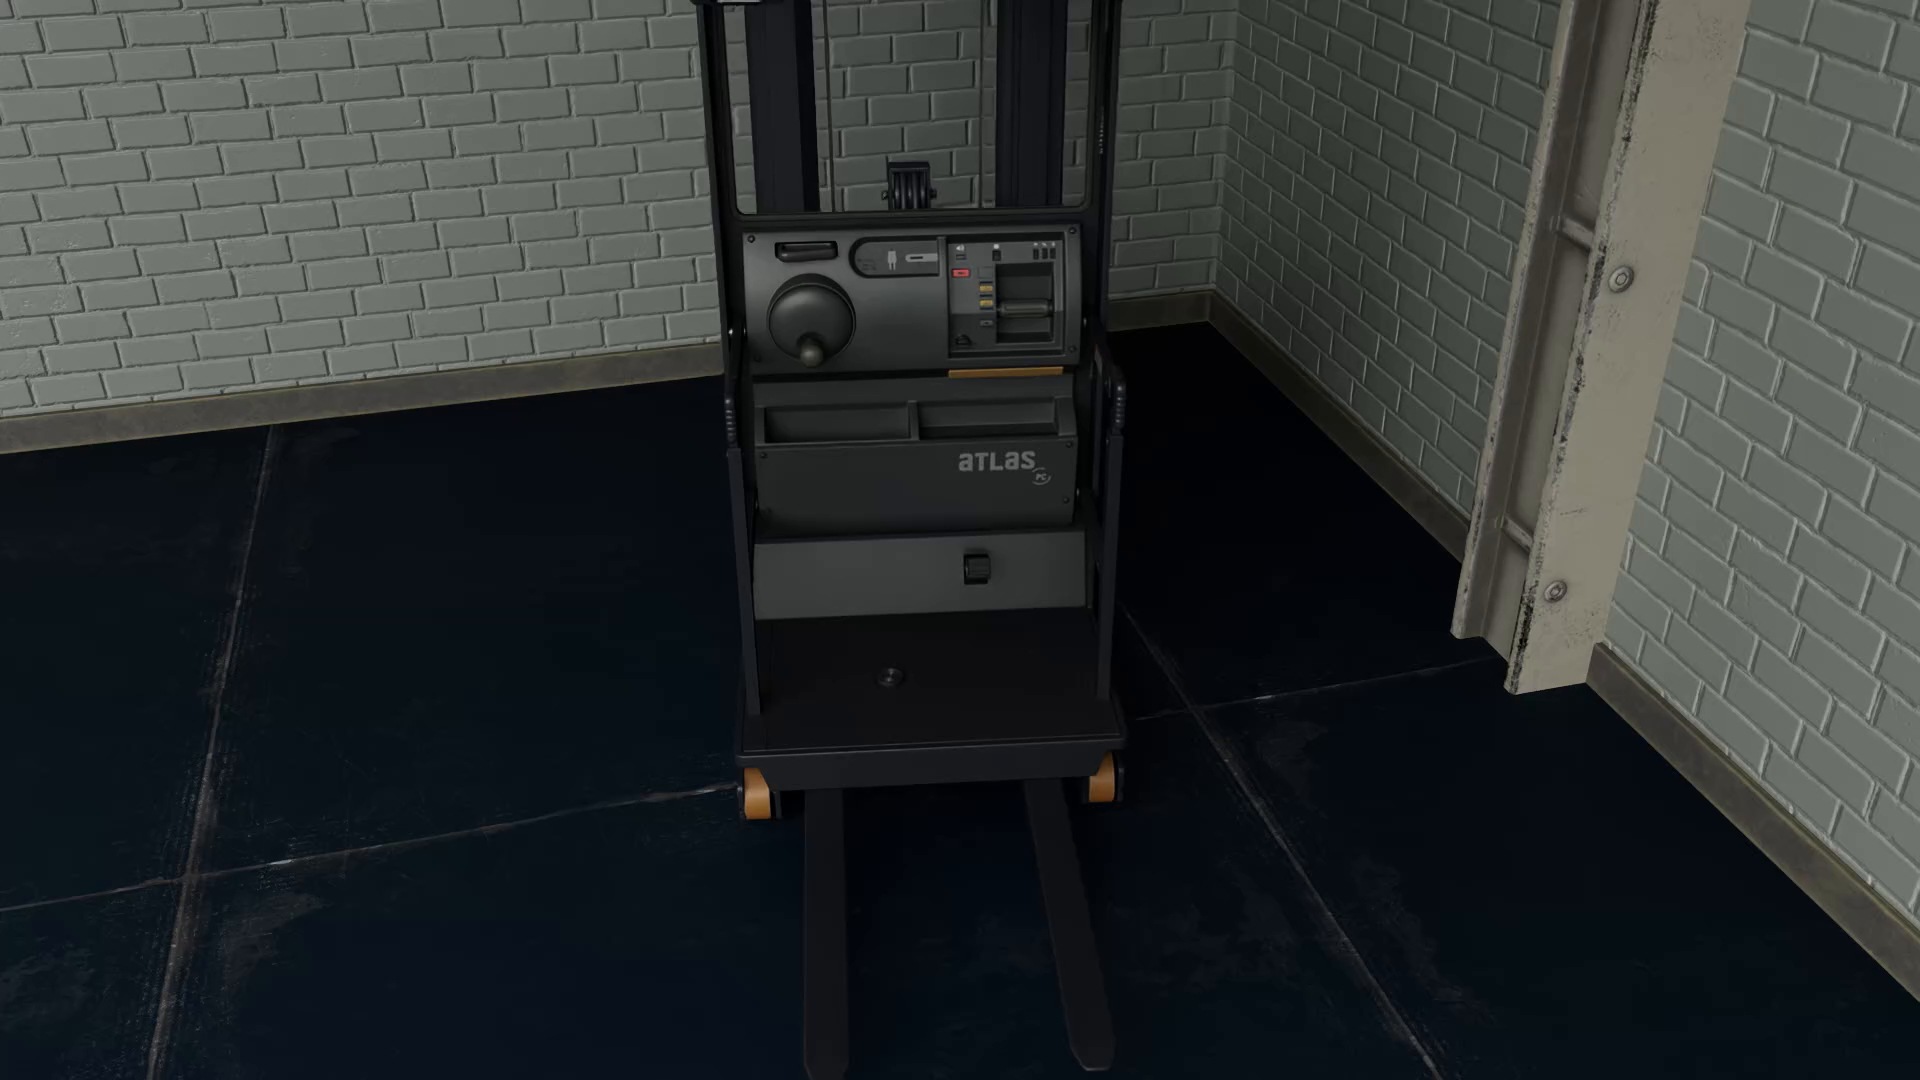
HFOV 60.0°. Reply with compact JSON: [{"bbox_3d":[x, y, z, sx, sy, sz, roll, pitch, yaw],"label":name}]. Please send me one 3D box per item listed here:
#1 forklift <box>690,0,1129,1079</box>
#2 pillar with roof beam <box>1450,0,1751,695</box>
[{"bbox_3d":[-0.109,-0.628,4.409,1.130,2.935,3.031,-2,30,-4],"label":"forklift"},{"bbox_3d":[-2.268,-2.937,2.341,9.100,9.000,0.400,-8,31,-13],"label":"pillar with roof beam"}]
